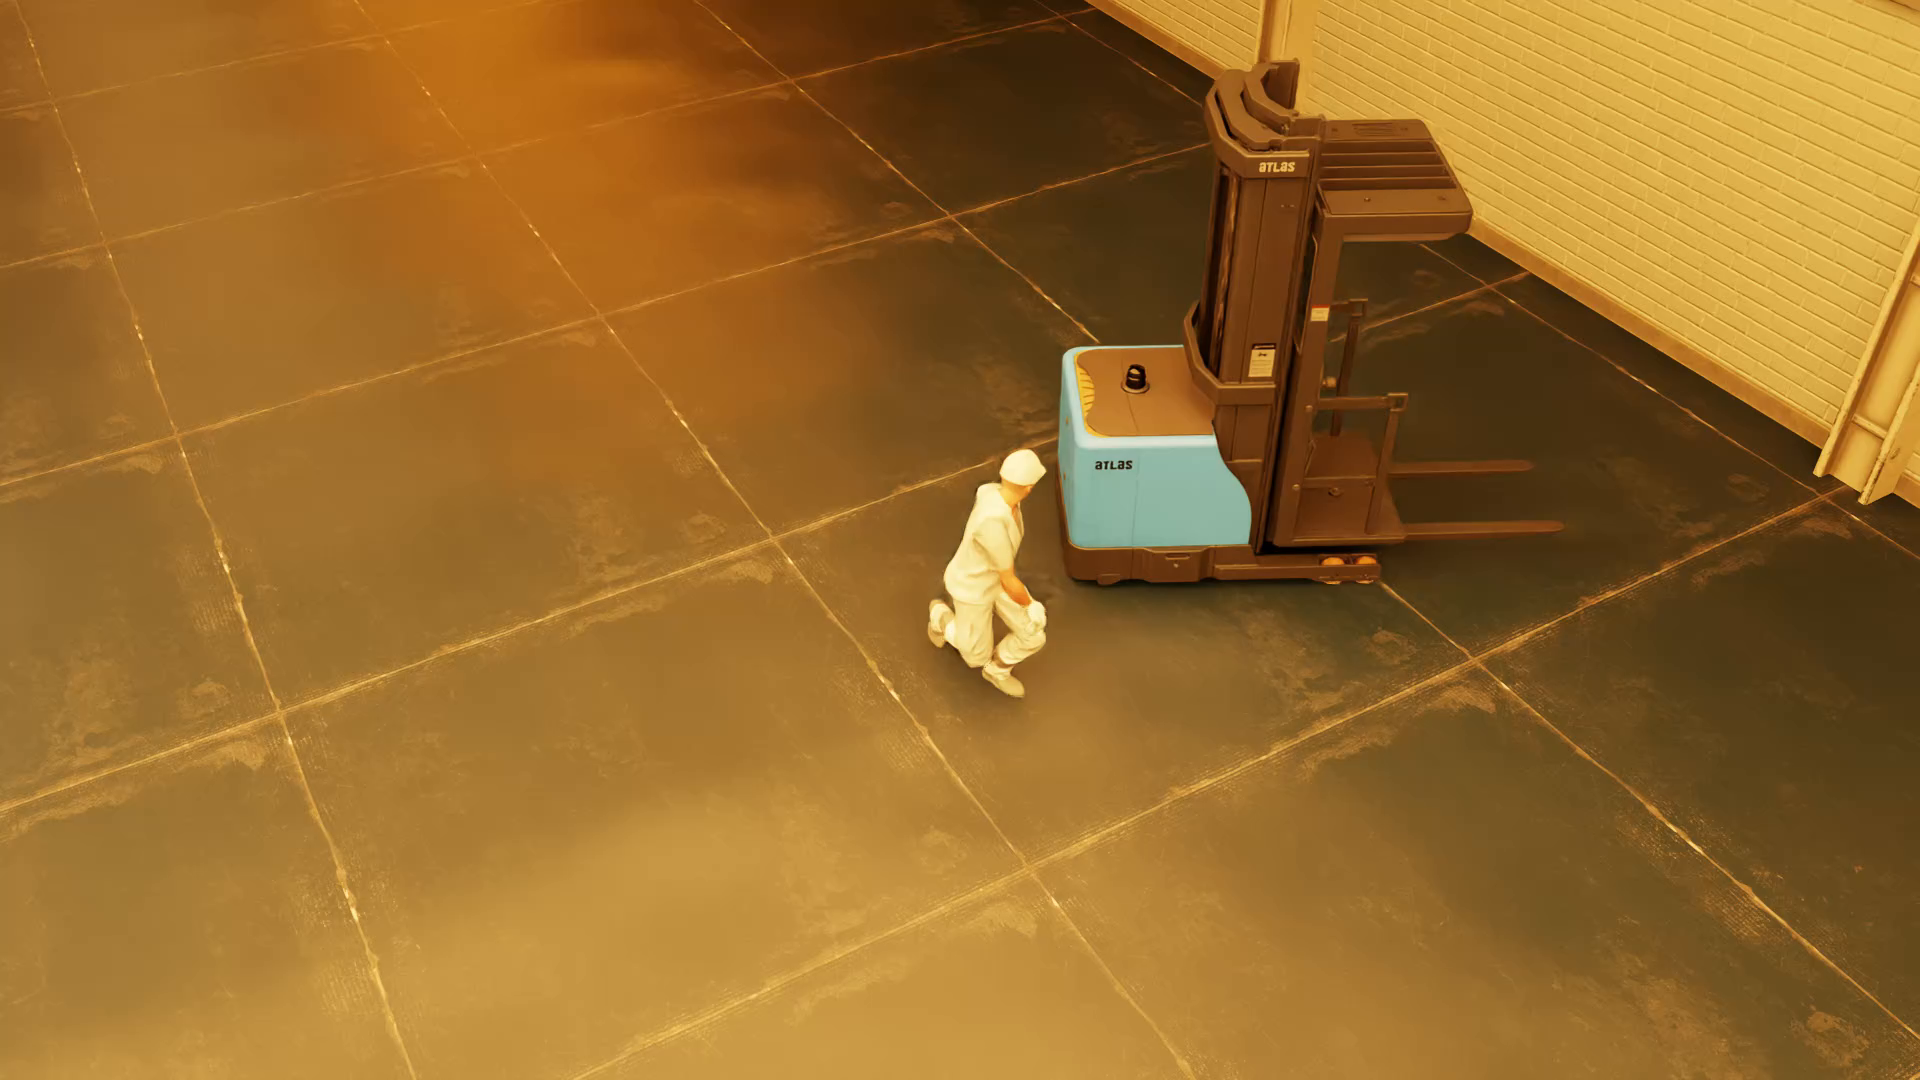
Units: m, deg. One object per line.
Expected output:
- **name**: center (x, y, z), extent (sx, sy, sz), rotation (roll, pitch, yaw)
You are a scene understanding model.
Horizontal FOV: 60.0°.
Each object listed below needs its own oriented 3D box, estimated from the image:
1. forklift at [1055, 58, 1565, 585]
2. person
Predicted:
- **forklift**: center (2.135, -1.200, 9.482), extent (3.031, 2.935, 1.130), rotation (-1, 40, -2)
- **person**: center (0.178, 0.144, 8.975), extent (0.841, 1.553, 0.662), rotation (23, 45, 25)
